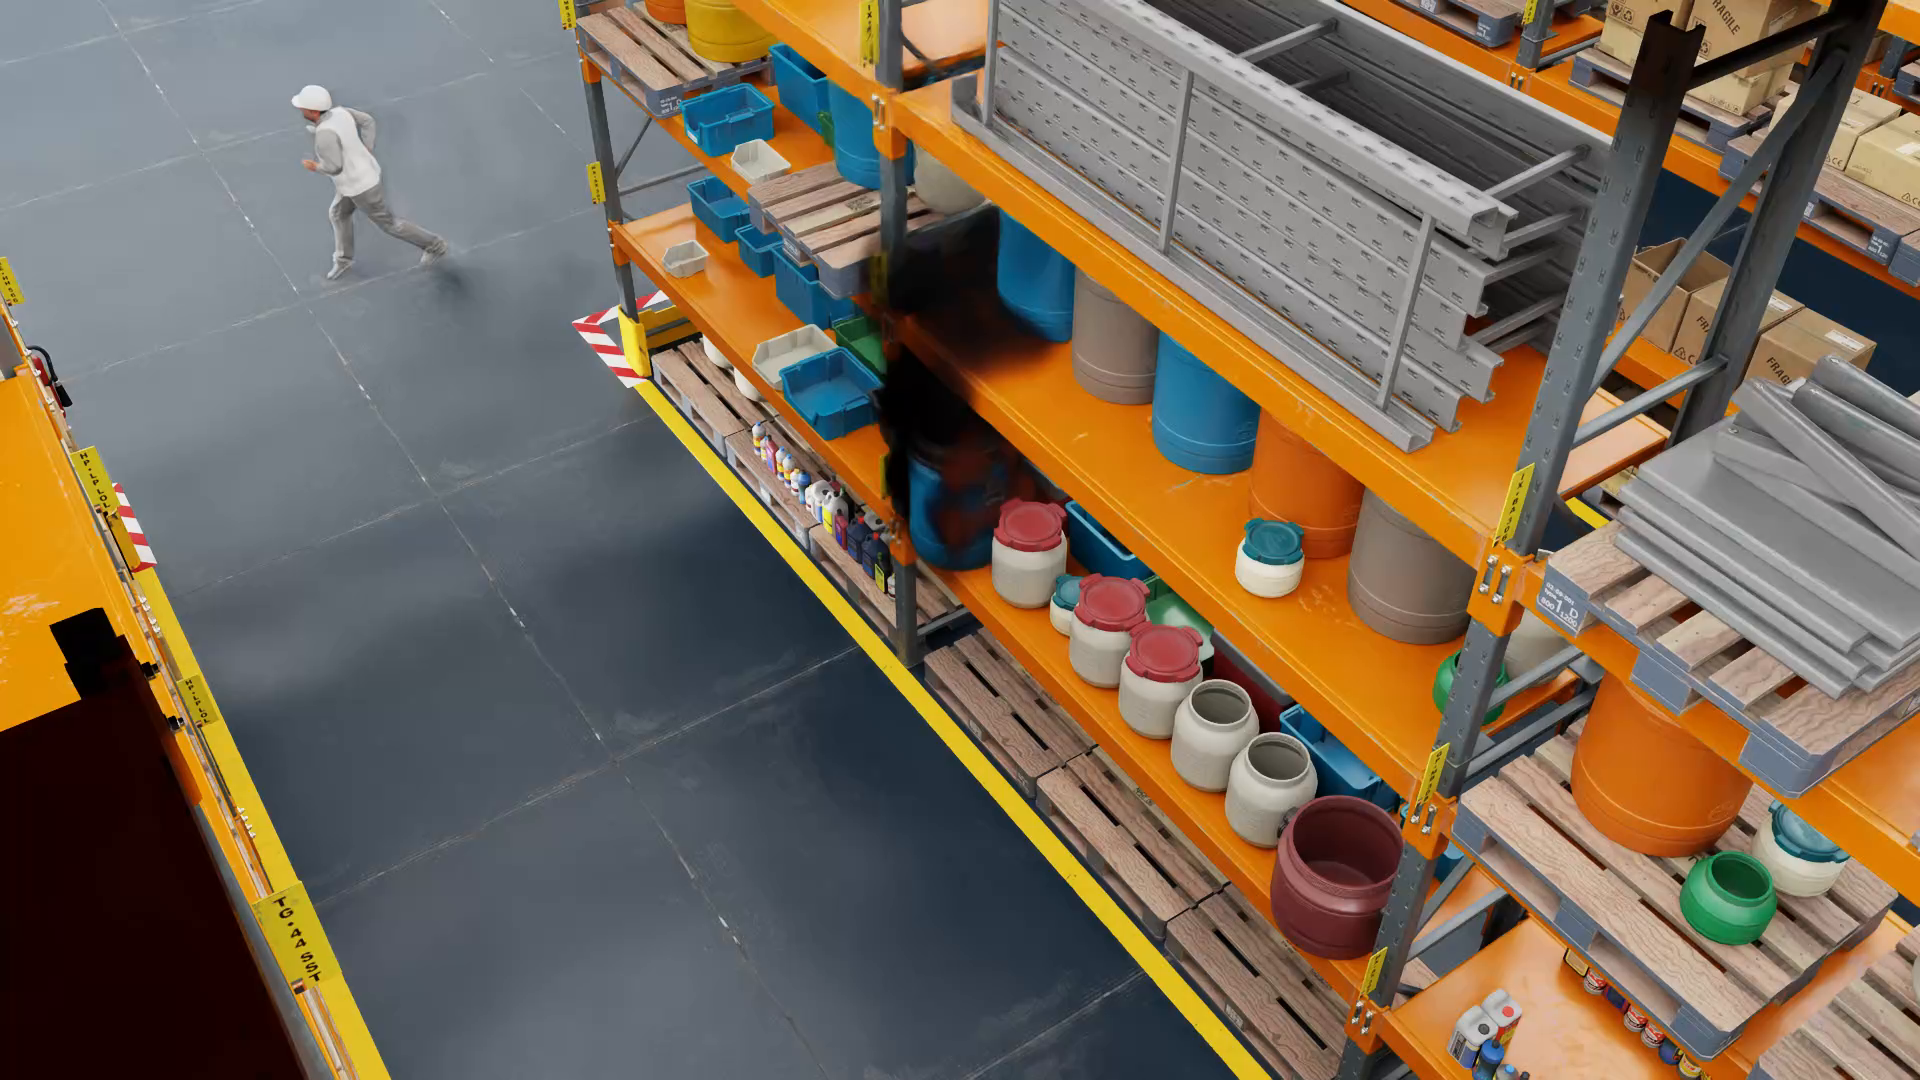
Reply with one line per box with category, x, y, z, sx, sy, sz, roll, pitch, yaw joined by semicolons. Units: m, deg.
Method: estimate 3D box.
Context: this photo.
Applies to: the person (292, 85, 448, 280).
person;-4.871;-2.909;13.642;1.064;1.782;0.660;-7;43;-7
